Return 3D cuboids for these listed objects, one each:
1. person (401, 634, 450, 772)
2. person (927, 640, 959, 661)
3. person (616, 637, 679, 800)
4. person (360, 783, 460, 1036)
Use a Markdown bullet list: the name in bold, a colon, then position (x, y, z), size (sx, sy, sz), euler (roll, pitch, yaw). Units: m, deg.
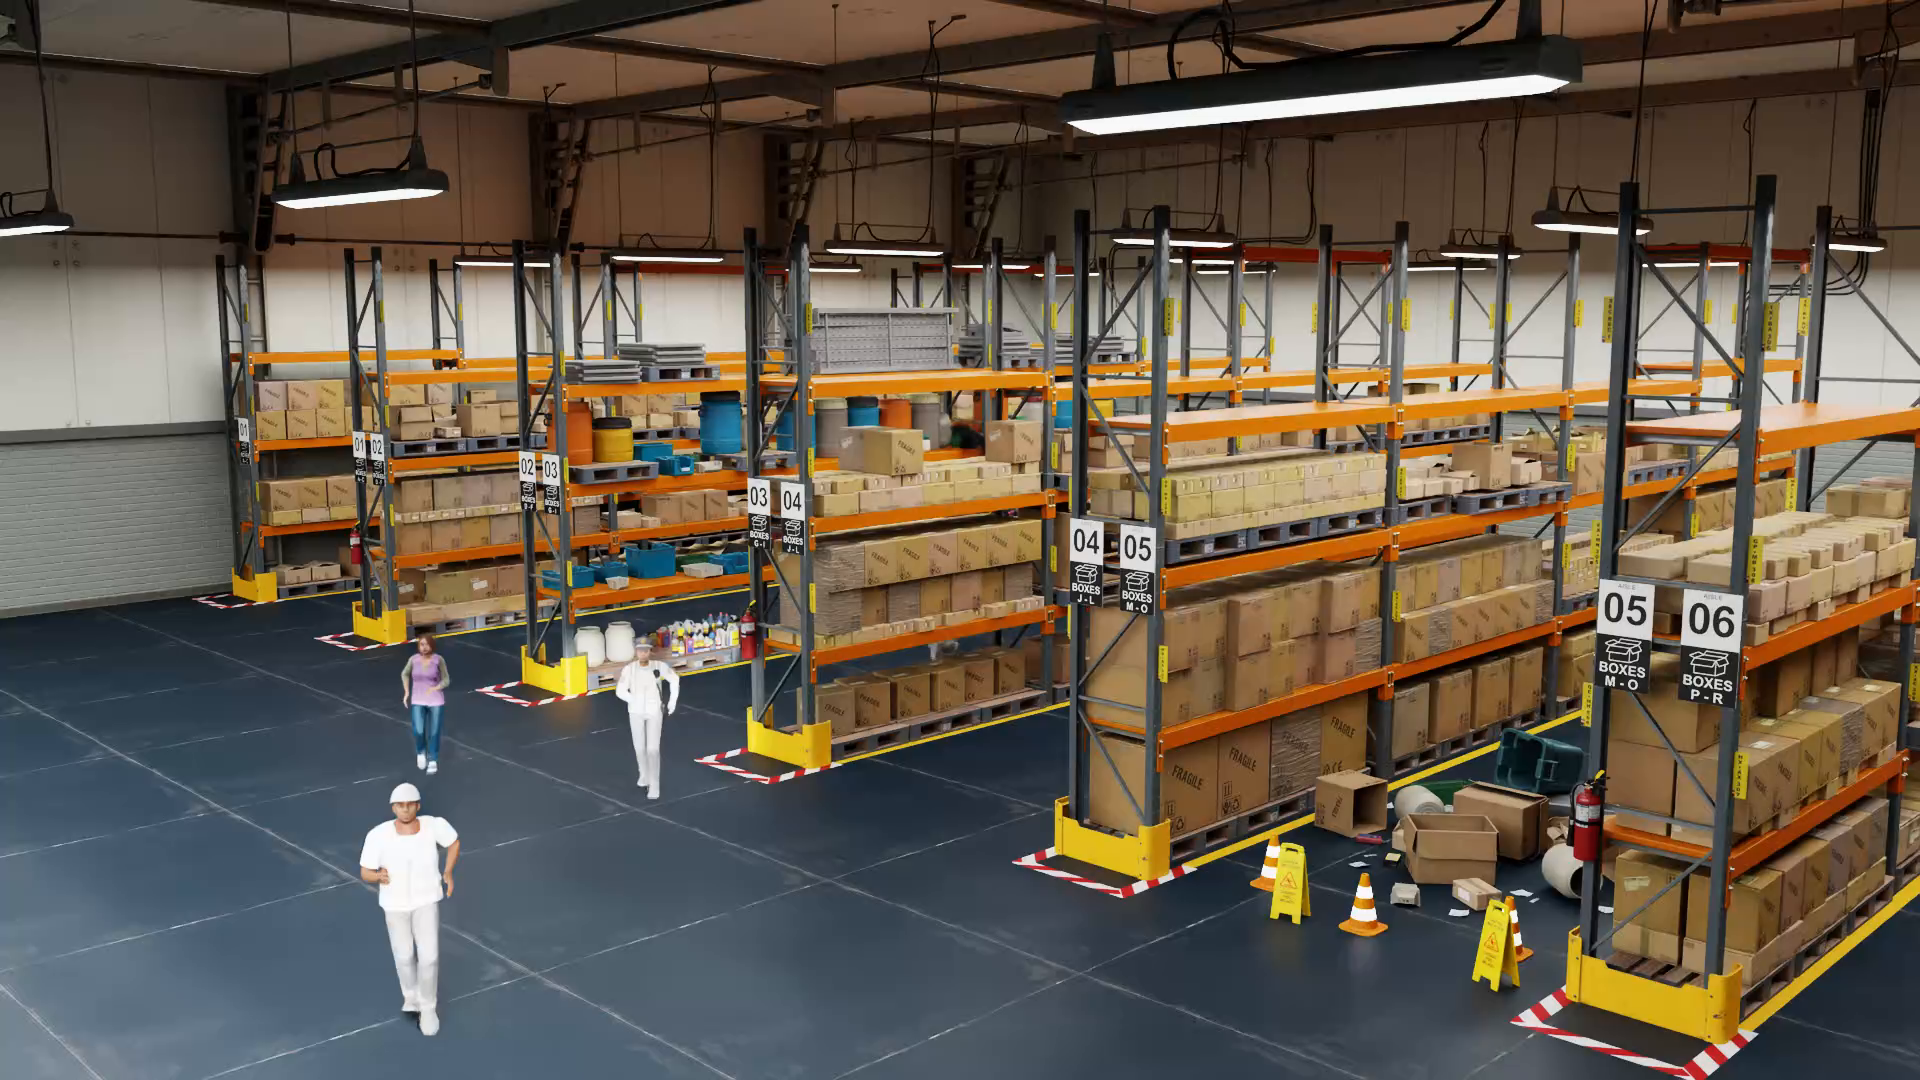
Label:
- **person**: position (-5.857, 1.811, 18.246), size (0.522, 1.564, 0.591), euler (-2, 8, -14)
- **person**: position (-0.234, 1.066, 22.914), size (0.710, 1.750, 0.888), euler (6, 10, 35)
- **person**: position (-3.295, 1.877, 17.553), size (0.628, 1.757, 0.719), euler (-1, 8, -4)
- **person**: position (-3.915, 2.629, 11.881), size (0.673, 1.812, 0.706), euler (-2, 8, -15)
